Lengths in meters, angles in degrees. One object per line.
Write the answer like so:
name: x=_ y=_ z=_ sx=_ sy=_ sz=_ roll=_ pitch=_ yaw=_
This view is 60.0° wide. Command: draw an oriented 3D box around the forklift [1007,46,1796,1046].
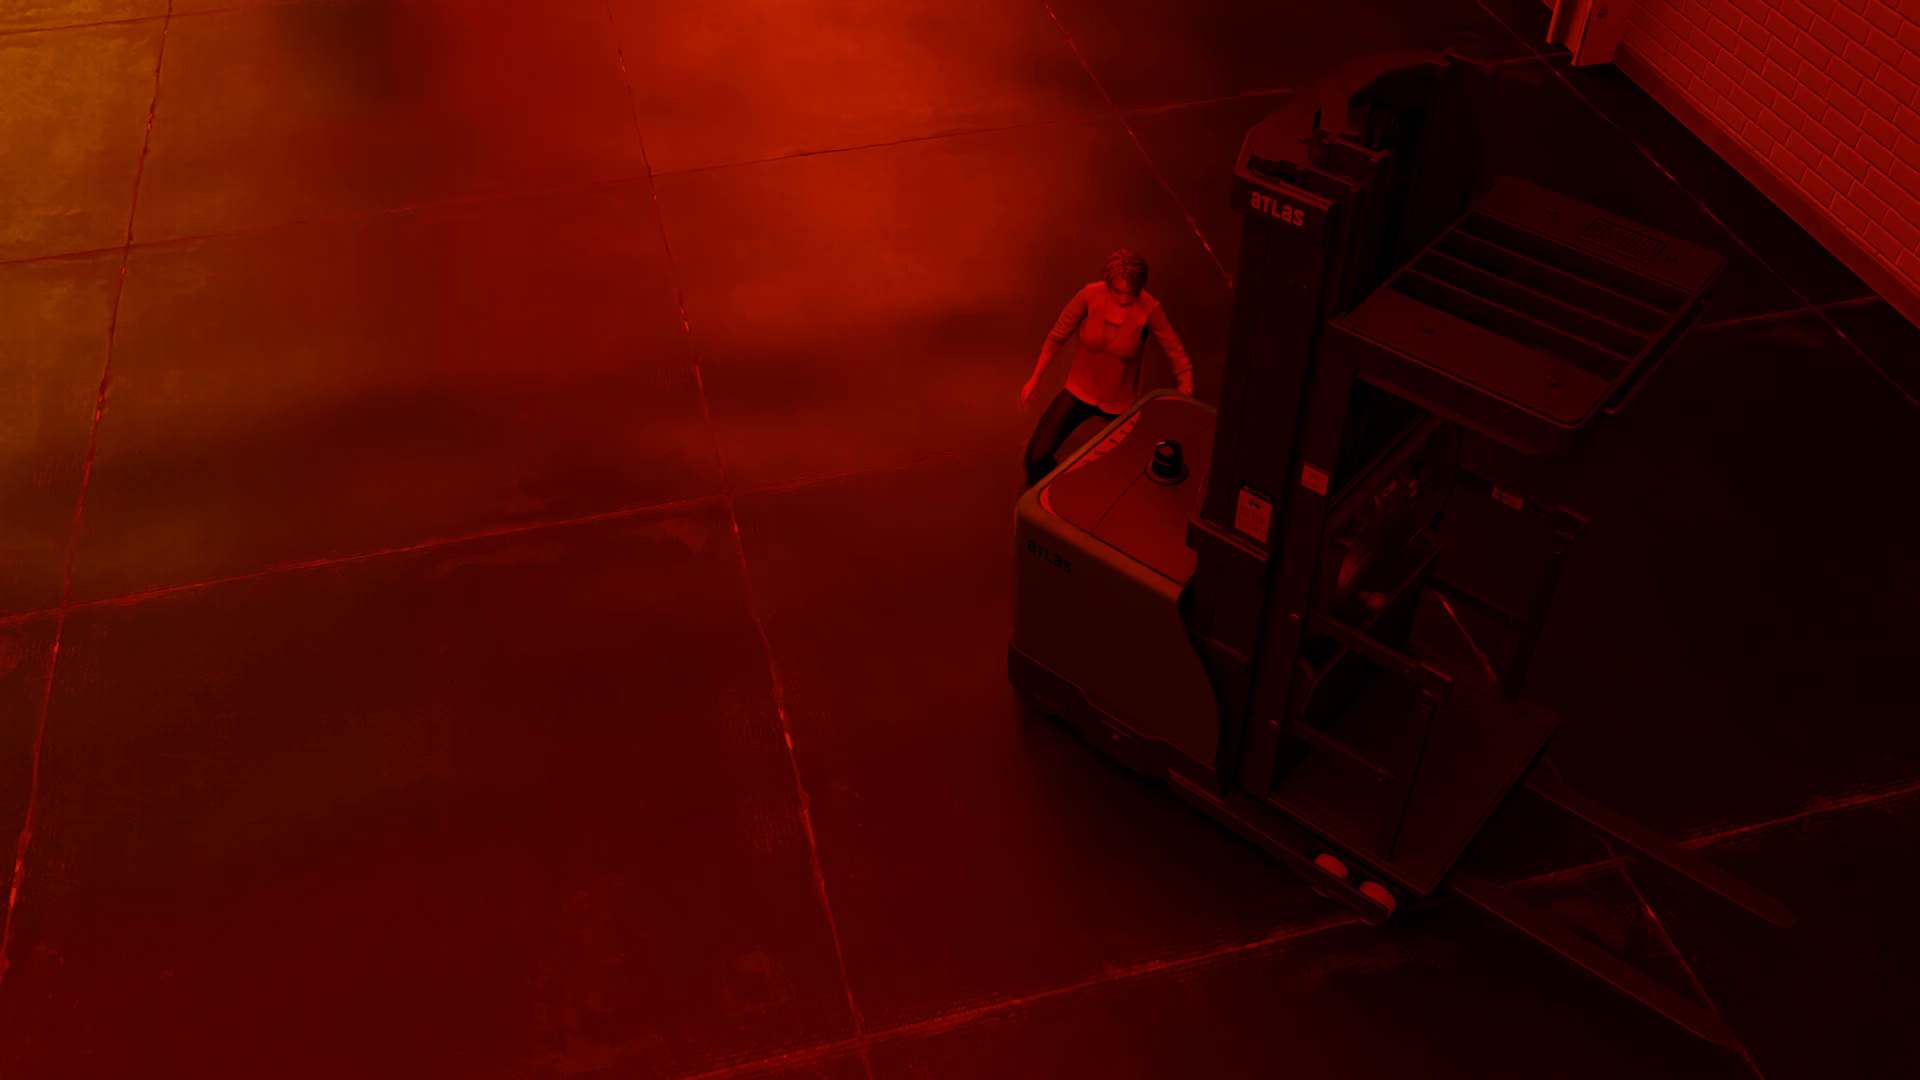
forklift: x=1.653 y=-0.034 z=5.681 sx=3.031 sy=2.935 sz=1.130 roll=30 pitch=51 yaw=28

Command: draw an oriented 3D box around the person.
person: x=0.685 y=-0.642 z=7.414 sx=0.814 sy=1.476 sz=0.613 roll=11 pitch=44 yaw=11
